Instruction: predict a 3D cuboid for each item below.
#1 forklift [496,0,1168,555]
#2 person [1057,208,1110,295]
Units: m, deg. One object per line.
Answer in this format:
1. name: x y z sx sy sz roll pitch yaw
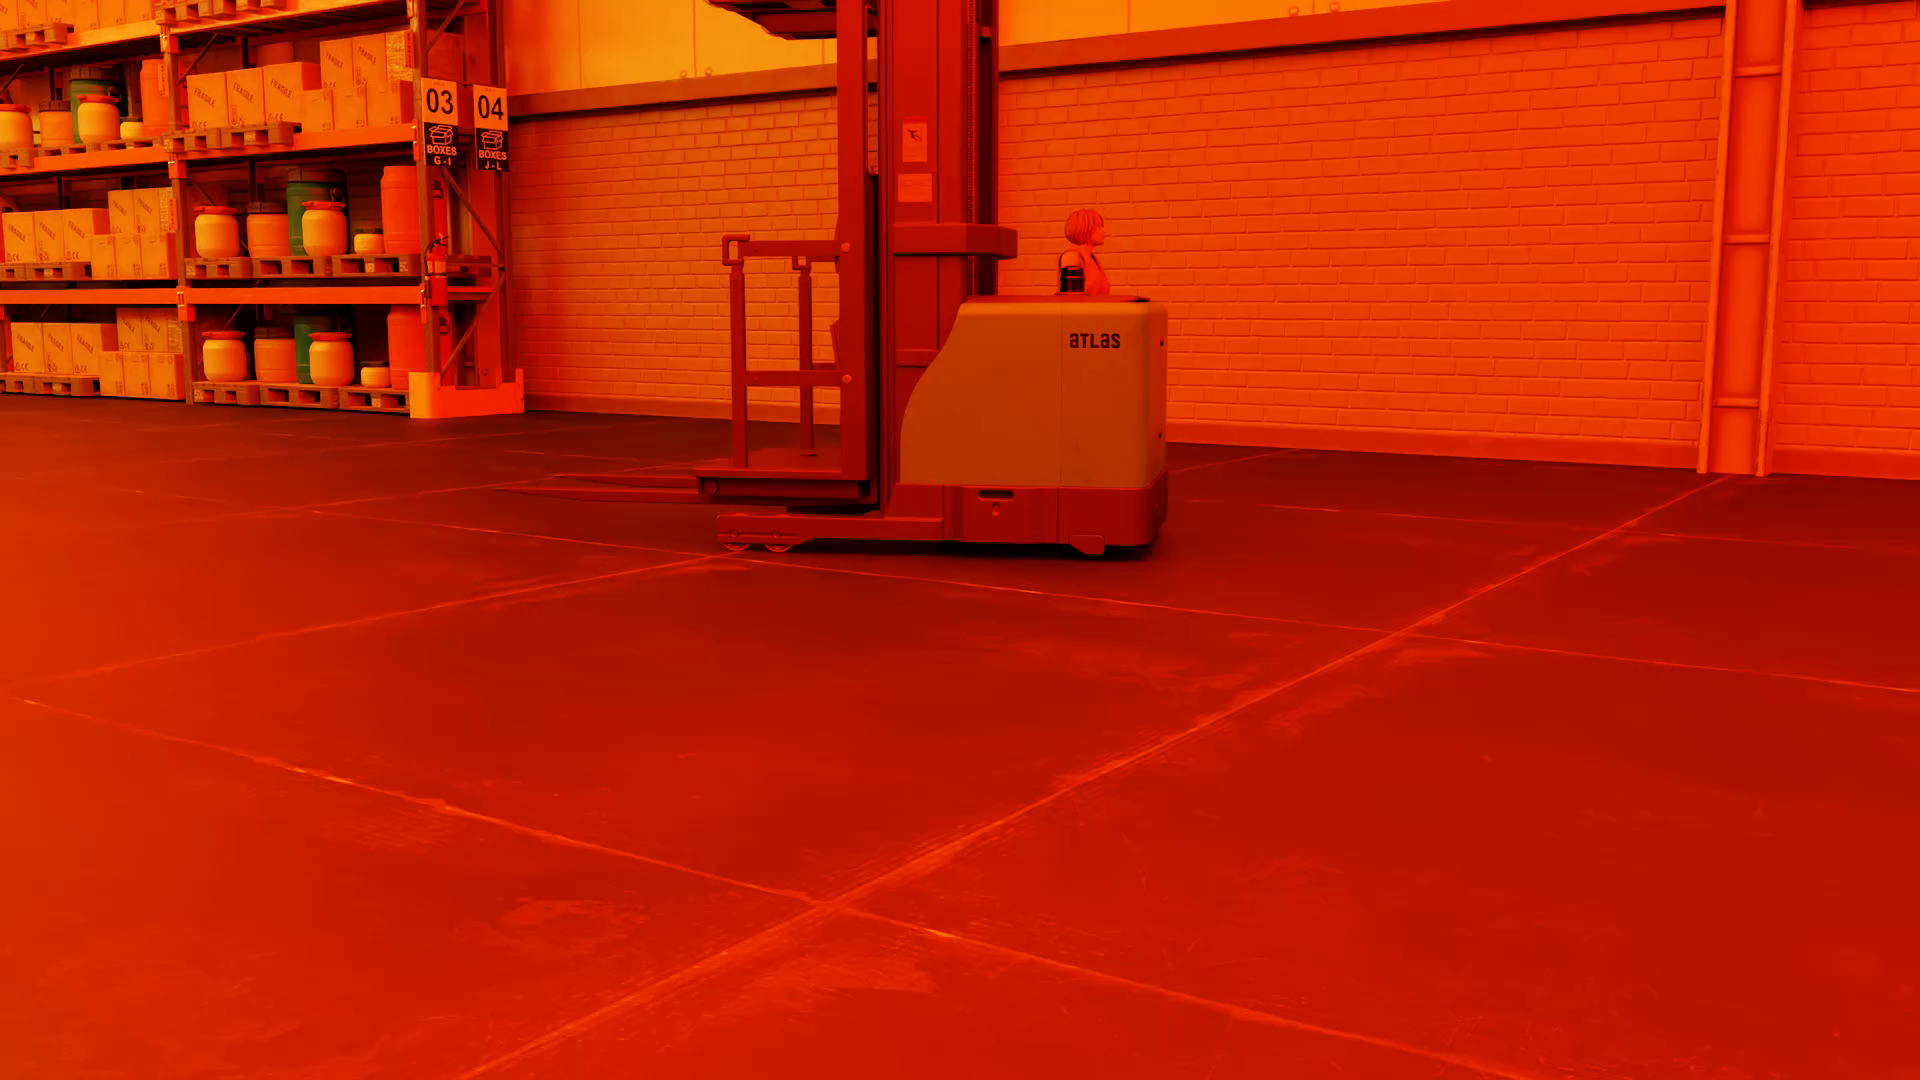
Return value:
1. forklift: -0.596 -1.469 7.520 3.031 2.935 1.130 2 8 12
2. person: 0.796 -1.073 9.424 0.475 1.597 0.521 4 9 24
